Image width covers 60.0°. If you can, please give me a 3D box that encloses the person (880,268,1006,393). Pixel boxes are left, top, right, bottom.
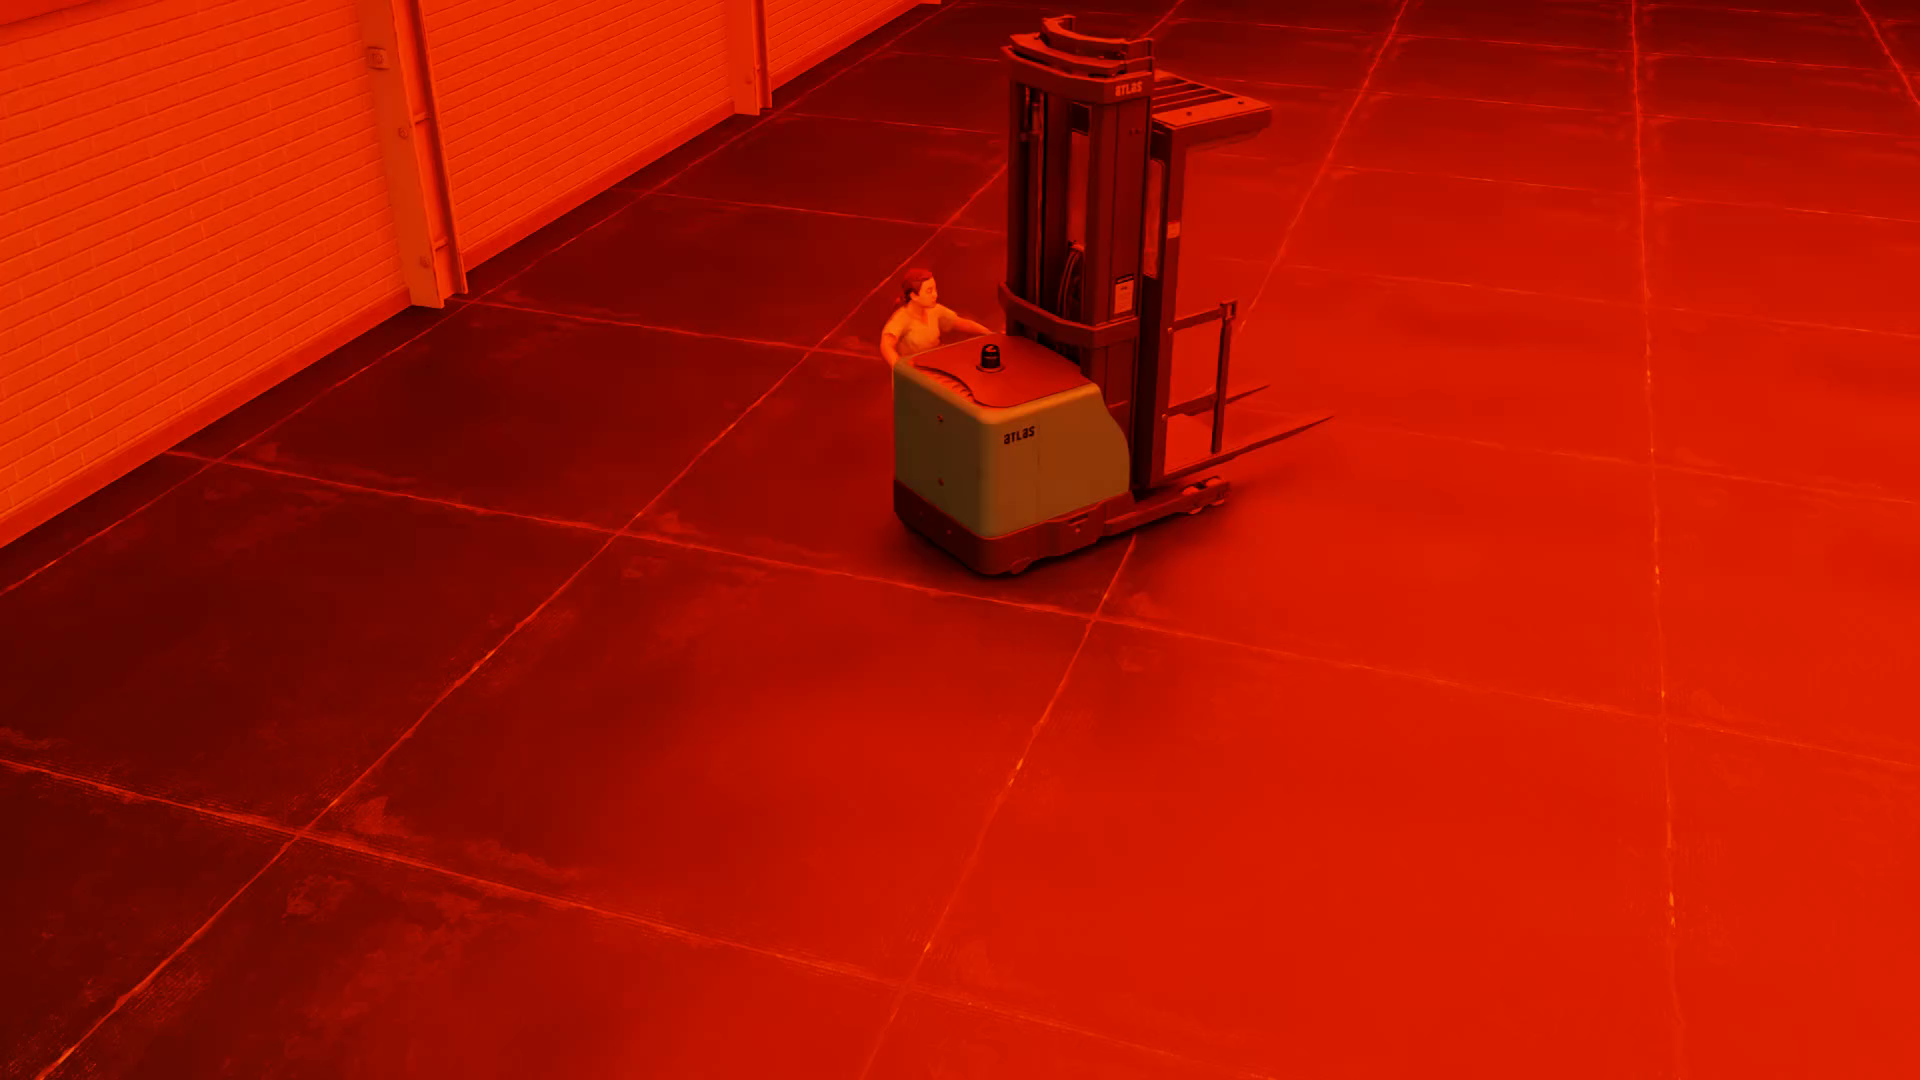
[{"bbox_3d":[-0.064,-0.942,10.303,0.836,1.428,0.858,12,32,20],"label":"person"}]

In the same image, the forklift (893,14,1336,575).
[{"bbox_3d":[1.089,-1.631,9.998,3.031,2.935,1.130,-19,35,-30],"label":"forklift"}]
